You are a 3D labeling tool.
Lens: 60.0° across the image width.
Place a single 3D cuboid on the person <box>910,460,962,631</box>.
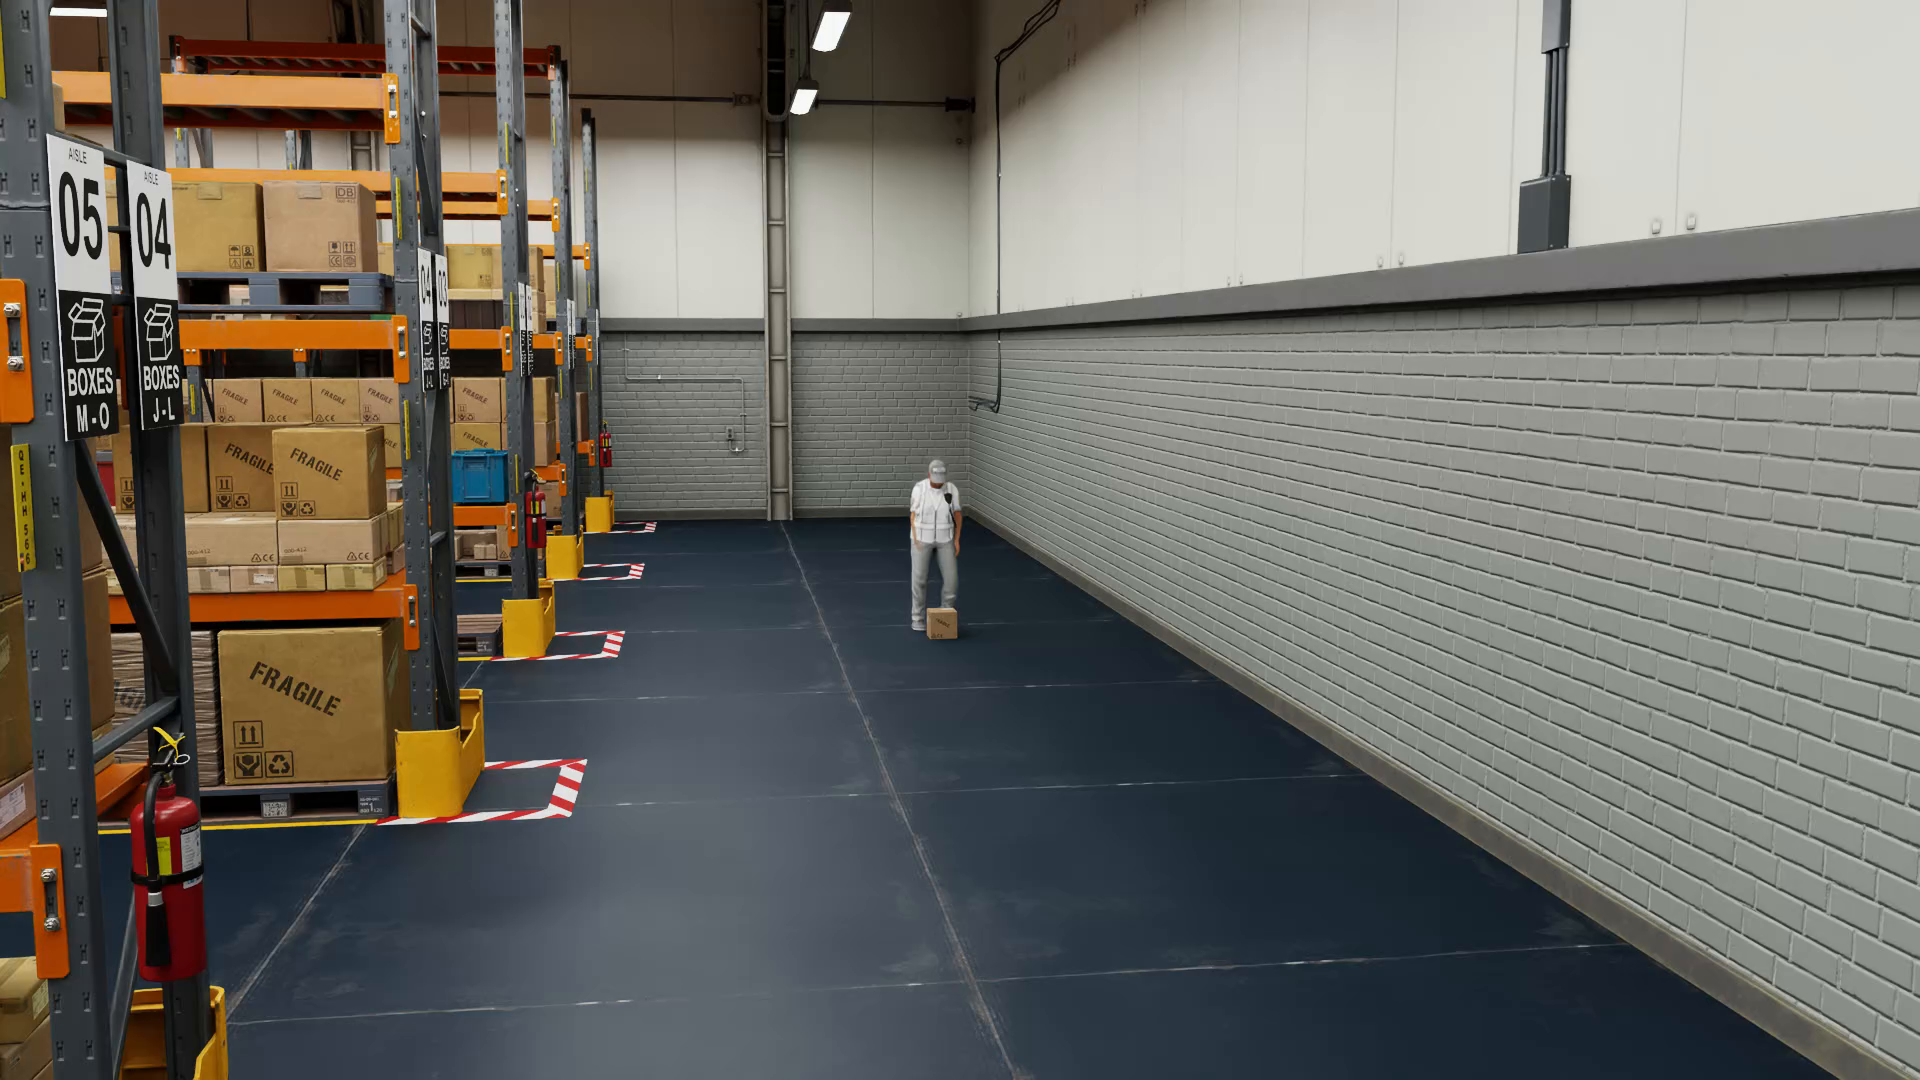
[{"bbox_3d":[-0.222,0.045,15.703,0.496,1.619,0.479,-1,7,-7],"label":"person"}]
